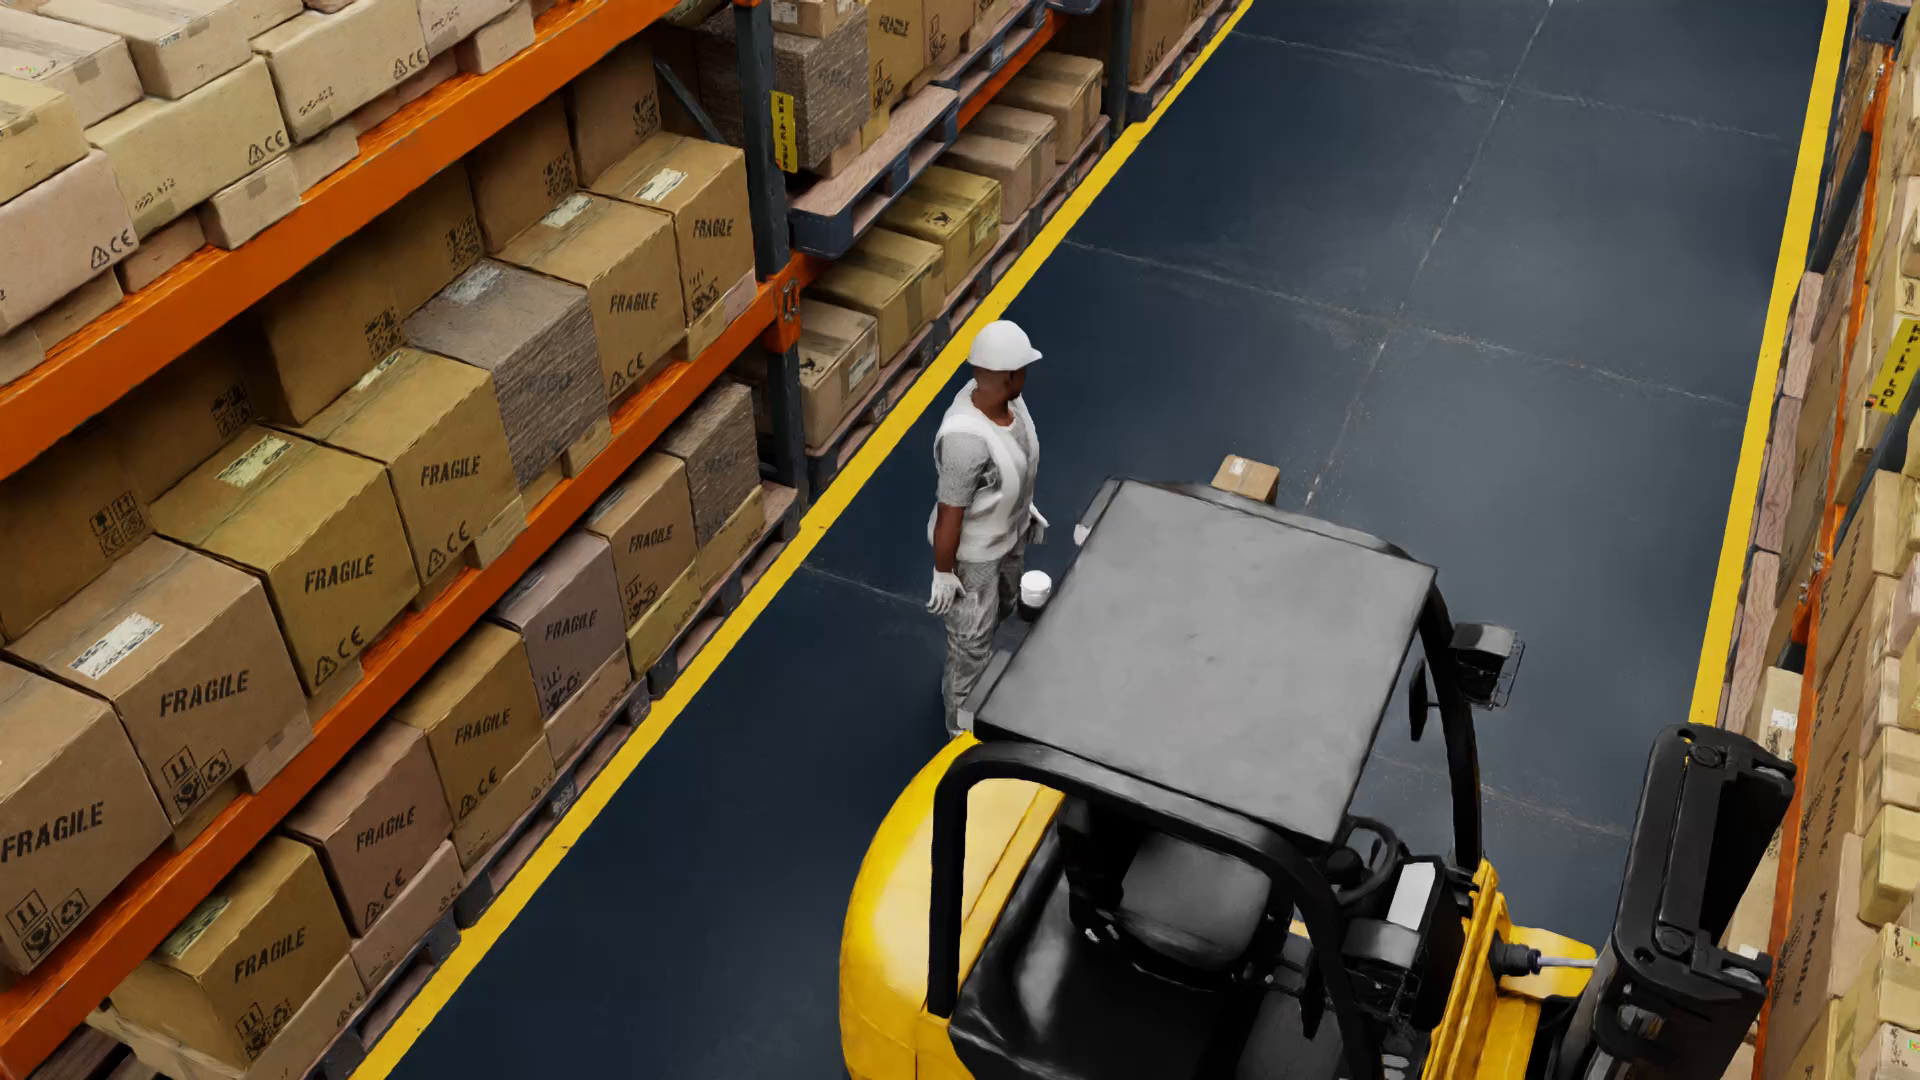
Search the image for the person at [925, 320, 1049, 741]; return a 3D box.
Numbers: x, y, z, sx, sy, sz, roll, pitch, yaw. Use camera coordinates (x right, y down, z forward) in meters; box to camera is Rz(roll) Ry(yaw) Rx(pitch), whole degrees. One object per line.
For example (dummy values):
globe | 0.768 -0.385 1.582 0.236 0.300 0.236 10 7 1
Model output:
person | 0.131 0.037 6.126 0.564 1.771 0.687 20 45 21
